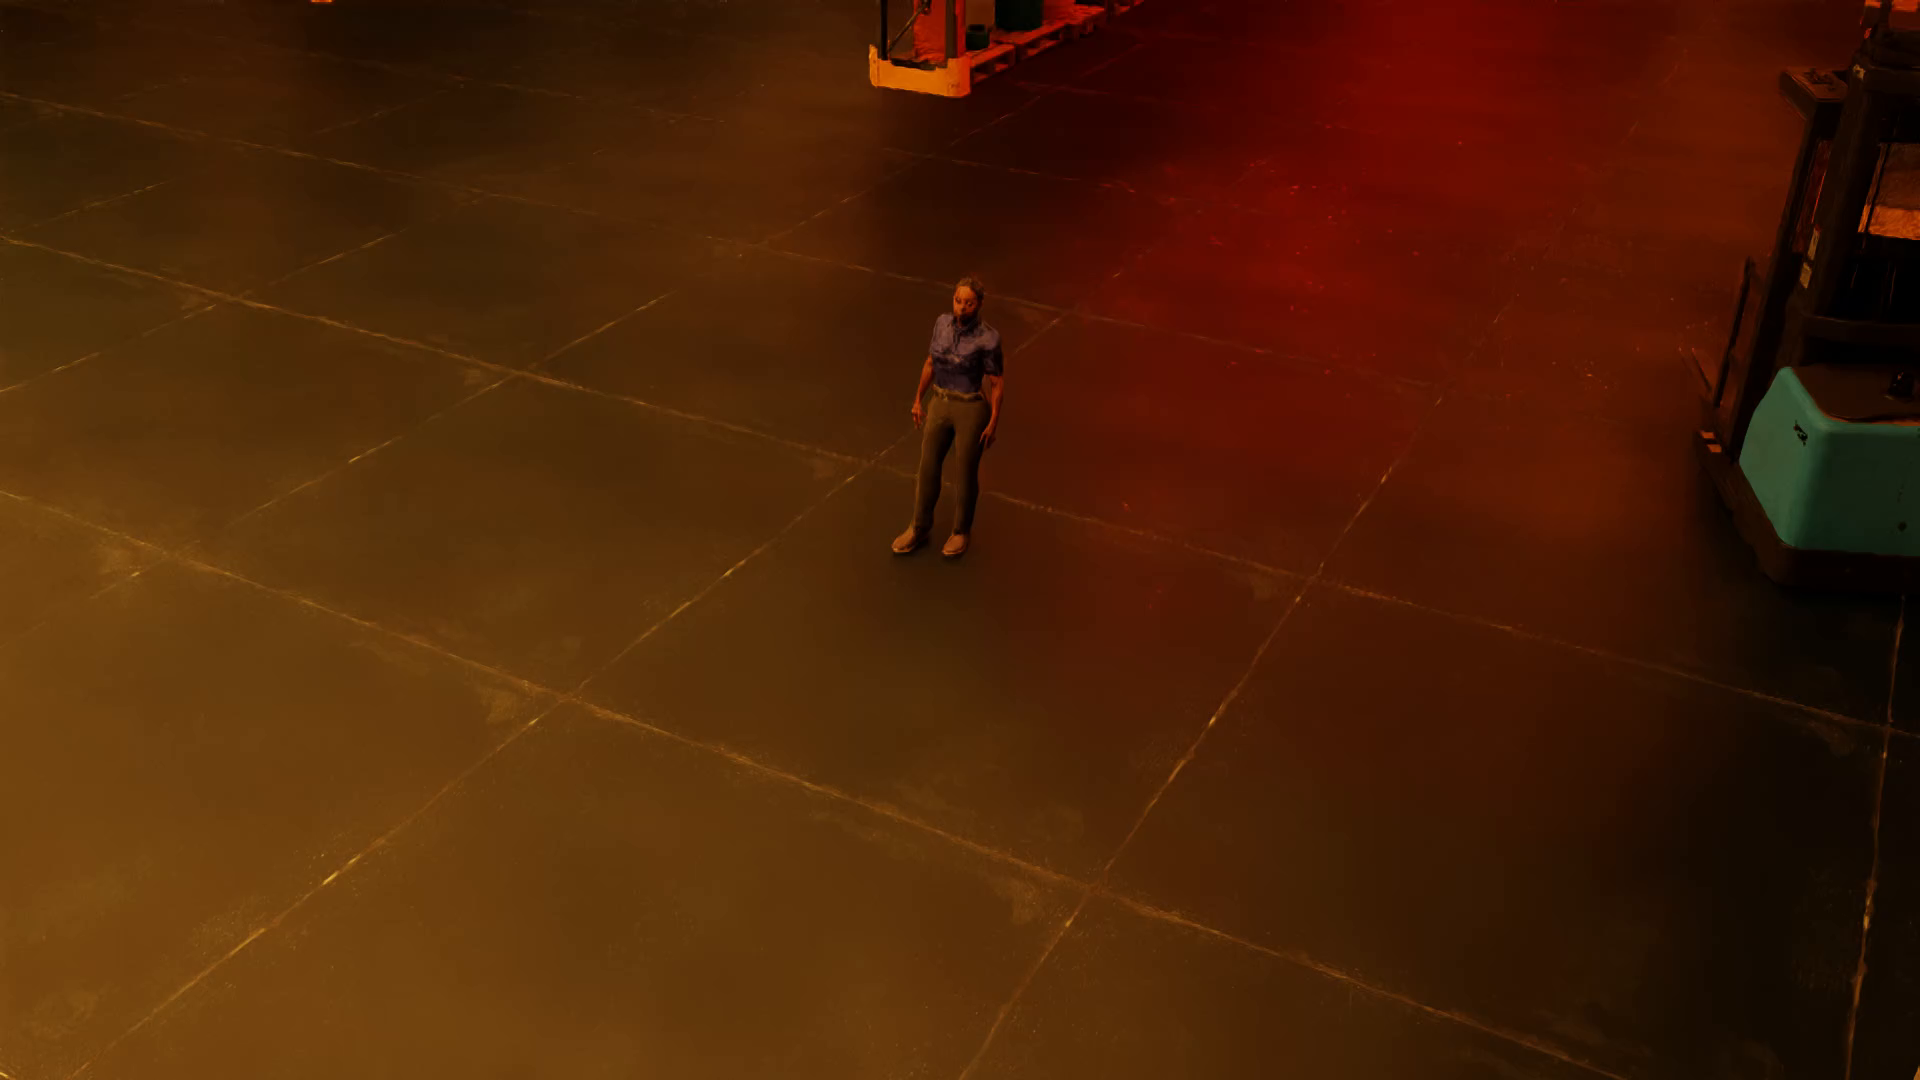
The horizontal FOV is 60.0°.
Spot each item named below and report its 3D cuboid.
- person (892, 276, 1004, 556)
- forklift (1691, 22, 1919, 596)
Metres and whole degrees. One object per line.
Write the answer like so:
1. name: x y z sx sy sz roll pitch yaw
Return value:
1. person: -0.059 -0.689 9.527 0.570 1.654 0.503 15 33 25
2. forklift: 5.353 -1.662 9.951 1.130 2.935 3.031 4 30 8
